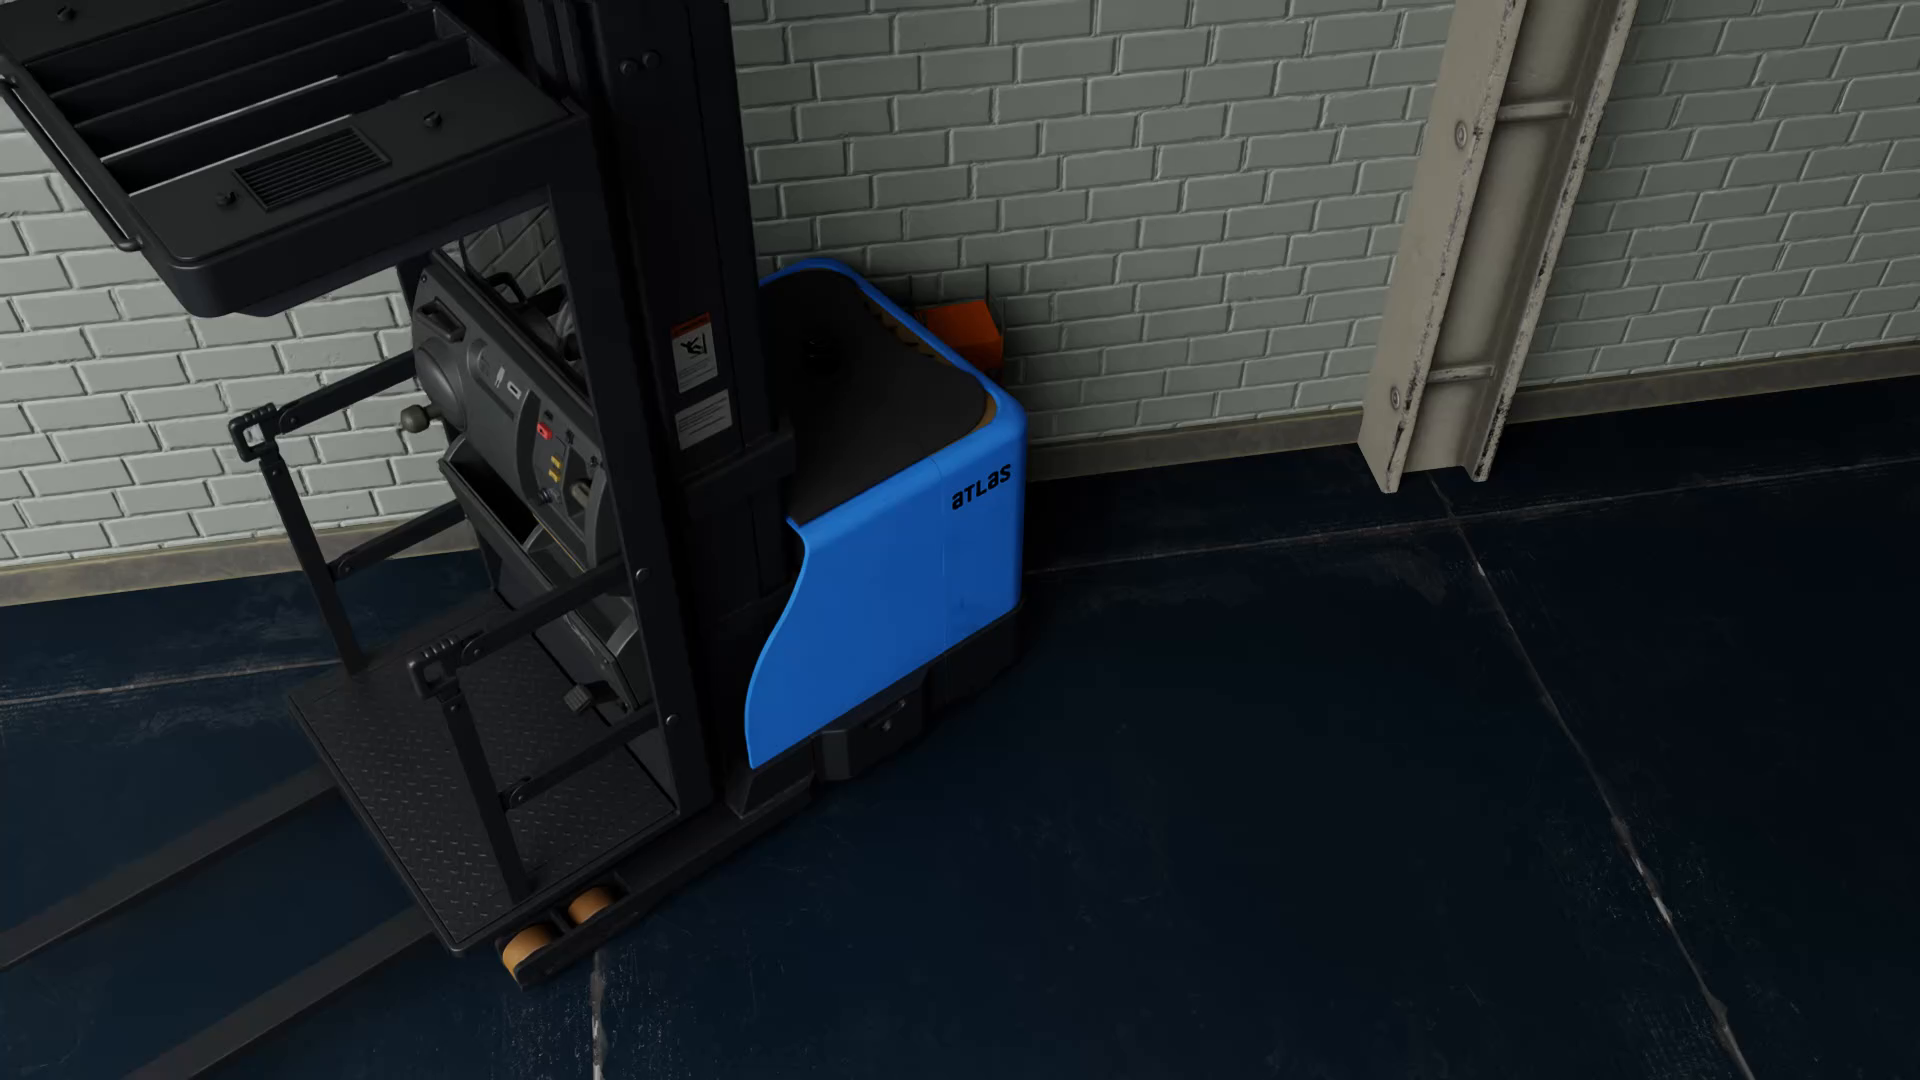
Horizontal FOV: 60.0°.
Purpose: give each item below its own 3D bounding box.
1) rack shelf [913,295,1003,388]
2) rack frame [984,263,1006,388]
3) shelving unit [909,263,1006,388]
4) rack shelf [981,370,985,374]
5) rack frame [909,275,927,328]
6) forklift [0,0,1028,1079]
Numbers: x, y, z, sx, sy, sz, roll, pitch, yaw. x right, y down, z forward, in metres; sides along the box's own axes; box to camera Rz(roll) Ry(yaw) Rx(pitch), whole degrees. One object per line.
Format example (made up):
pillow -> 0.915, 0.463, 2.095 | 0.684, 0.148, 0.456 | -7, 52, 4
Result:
rack shelf -> -0.010, -0.585, 5.205 | 0.240, 0.259, 0.215 | -11, 47, -10
rack frame -> 0.108, -0.417, 5.423 | 0.008, 1.050, 0.200 | -11, 47, -10
shelving unit -> -0.010, -0.395, 5.402 | 0.252, 1.050, 0.215 | -11, 47, -10
rack shelf -> -0.010, -0.388, 5.409 | 0.240, 0.259, 0.215 | -11, 47, -10
rack frame -> -0.128, -0.373, 5.380 | 0.008, 1.050, 0.200 | -11, 47, -10
forklift -> -1.258, -0.233, 3.939 | 3.031, 2.935, 1.130 | -30, 53, -26
